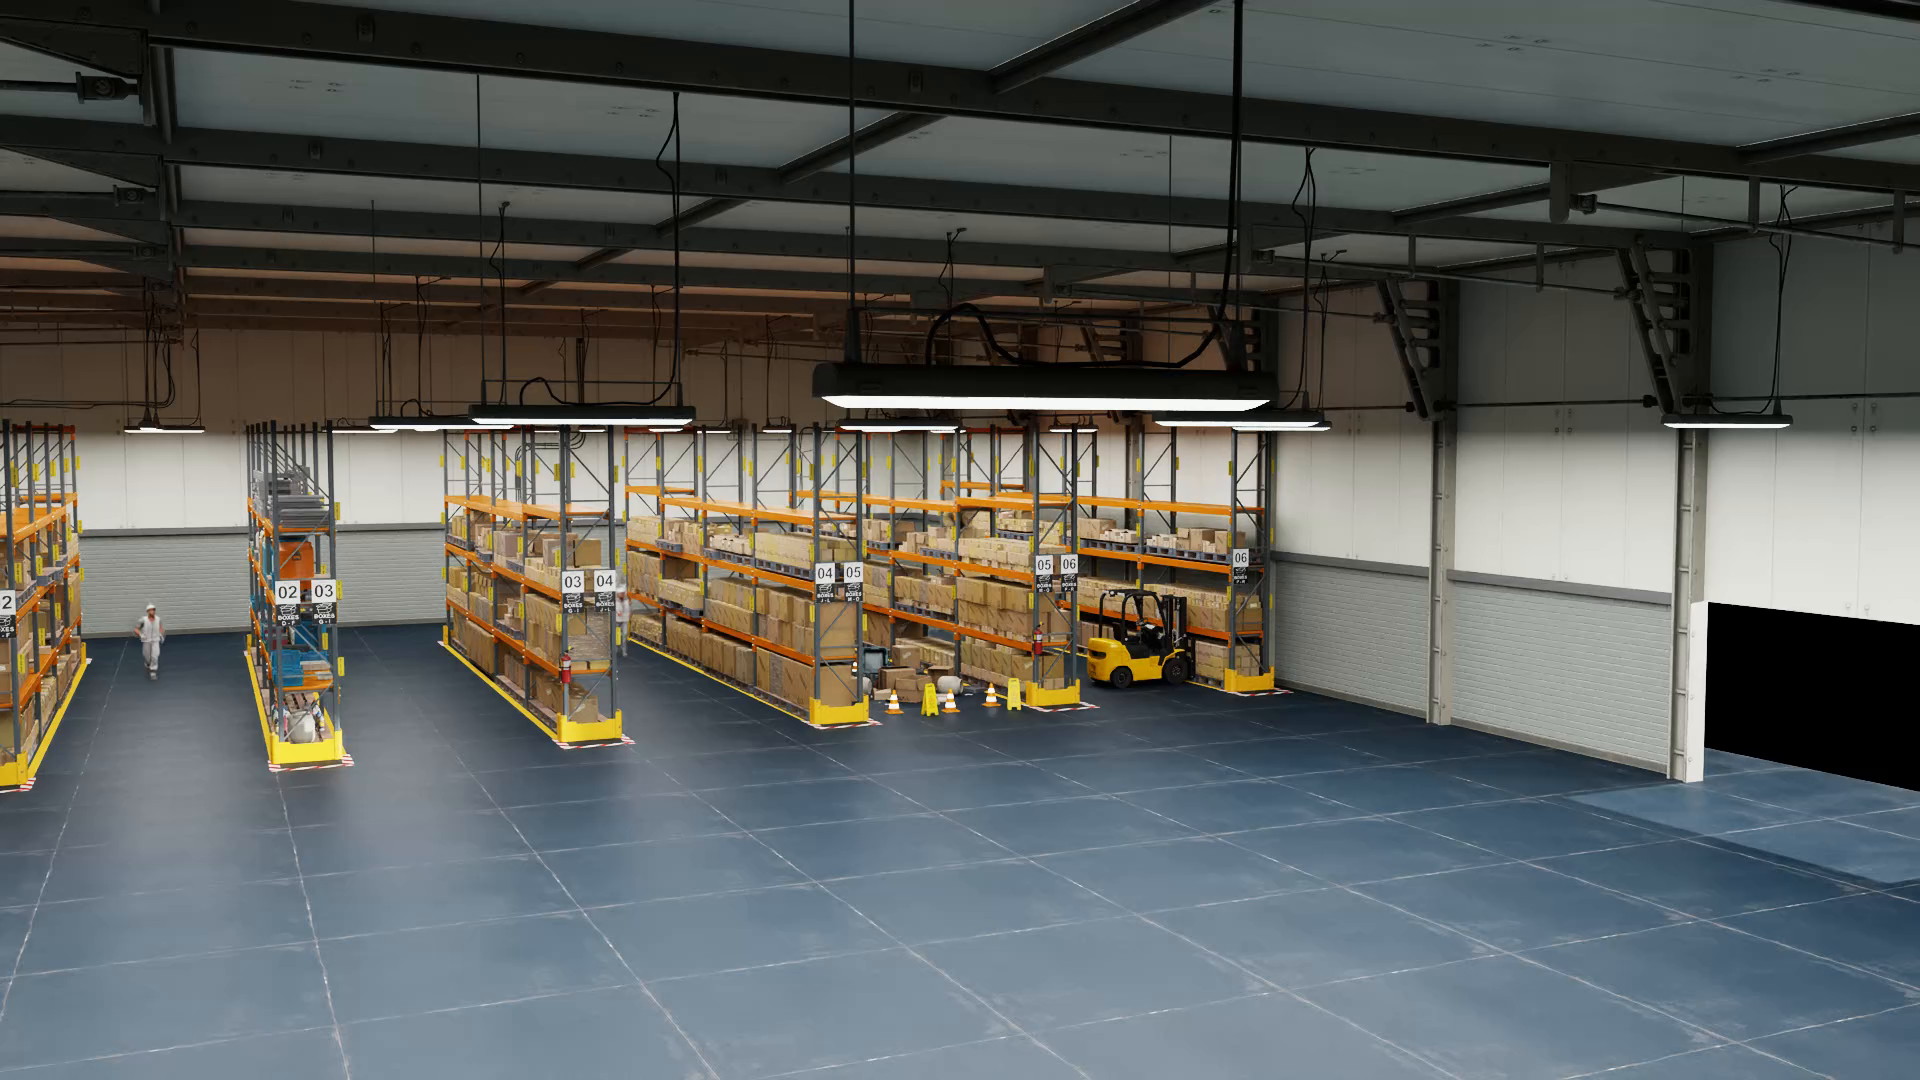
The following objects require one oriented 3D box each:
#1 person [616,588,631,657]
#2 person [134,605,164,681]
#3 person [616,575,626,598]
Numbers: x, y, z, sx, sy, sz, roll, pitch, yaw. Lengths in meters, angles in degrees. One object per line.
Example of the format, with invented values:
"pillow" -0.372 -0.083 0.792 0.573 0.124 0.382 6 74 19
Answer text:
"person" -8.875 2.125 43.433 0.679 1.781 1.017 -2 4 -31
"person" -19.042 2.407 39.102 0.649 1.770 0.738 -3 5 -39
"person" -9.971 1.836 48.916 0.604 1.677 0.761 0 4 -8
